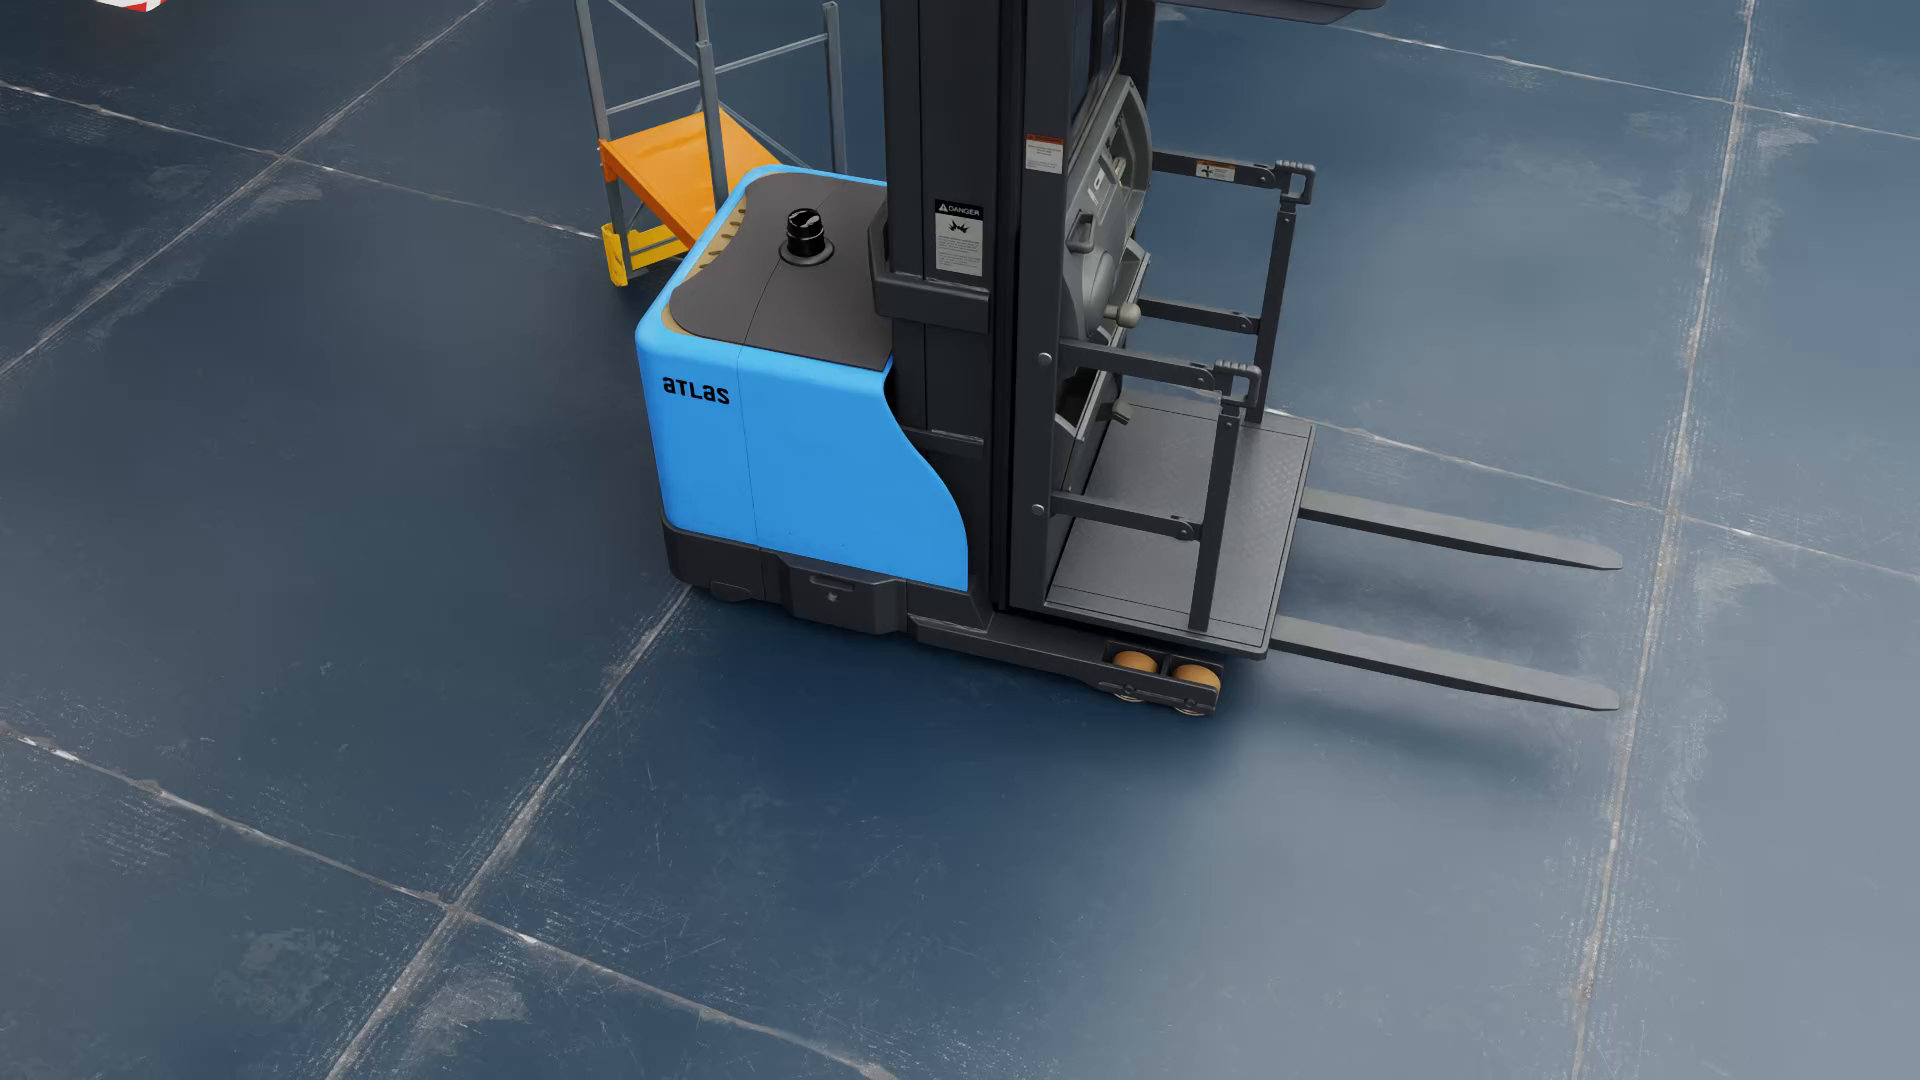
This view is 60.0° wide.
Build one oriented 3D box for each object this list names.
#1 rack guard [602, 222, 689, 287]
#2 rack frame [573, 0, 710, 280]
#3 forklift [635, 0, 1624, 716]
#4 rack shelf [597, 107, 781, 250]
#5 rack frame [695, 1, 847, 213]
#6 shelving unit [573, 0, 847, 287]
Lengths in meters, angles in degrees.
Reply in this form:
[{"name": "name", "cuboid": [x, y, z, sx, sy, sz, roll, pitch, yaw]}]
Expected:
[{"name": "rack guard", "cuboid": [-1.175, -1.256, 6.835, 0.587, 0.250, 0.087, -25, 50, -23]}, {"name": "rack frame", "cuboid": [-1.175, -1.699, 6.395, 0.500, 1.500, 0.032, -25, 50, -23]}, {"name": "forklift", "cuboid": [0.602, -0.912, 4.588, 3.031, 2.935, 1.130, 12, 46, 12]}, {"name": "rack shelf", "cuboid": [-0.892, -1.274, 6.222, 0.538, 0.185, 1.000, -25, 50, -23]}, {"name": "rack frame", "cuboid": [-0.609, -1.104, 5.796, 0.500, 1.500, 0.032, -25, 50, -23]}, {"name": "shelving unit", "cuboid": [-0.897, -1.407, 6.101, 0.587, 1.500, 1.083, -25, 50, -23]}]
